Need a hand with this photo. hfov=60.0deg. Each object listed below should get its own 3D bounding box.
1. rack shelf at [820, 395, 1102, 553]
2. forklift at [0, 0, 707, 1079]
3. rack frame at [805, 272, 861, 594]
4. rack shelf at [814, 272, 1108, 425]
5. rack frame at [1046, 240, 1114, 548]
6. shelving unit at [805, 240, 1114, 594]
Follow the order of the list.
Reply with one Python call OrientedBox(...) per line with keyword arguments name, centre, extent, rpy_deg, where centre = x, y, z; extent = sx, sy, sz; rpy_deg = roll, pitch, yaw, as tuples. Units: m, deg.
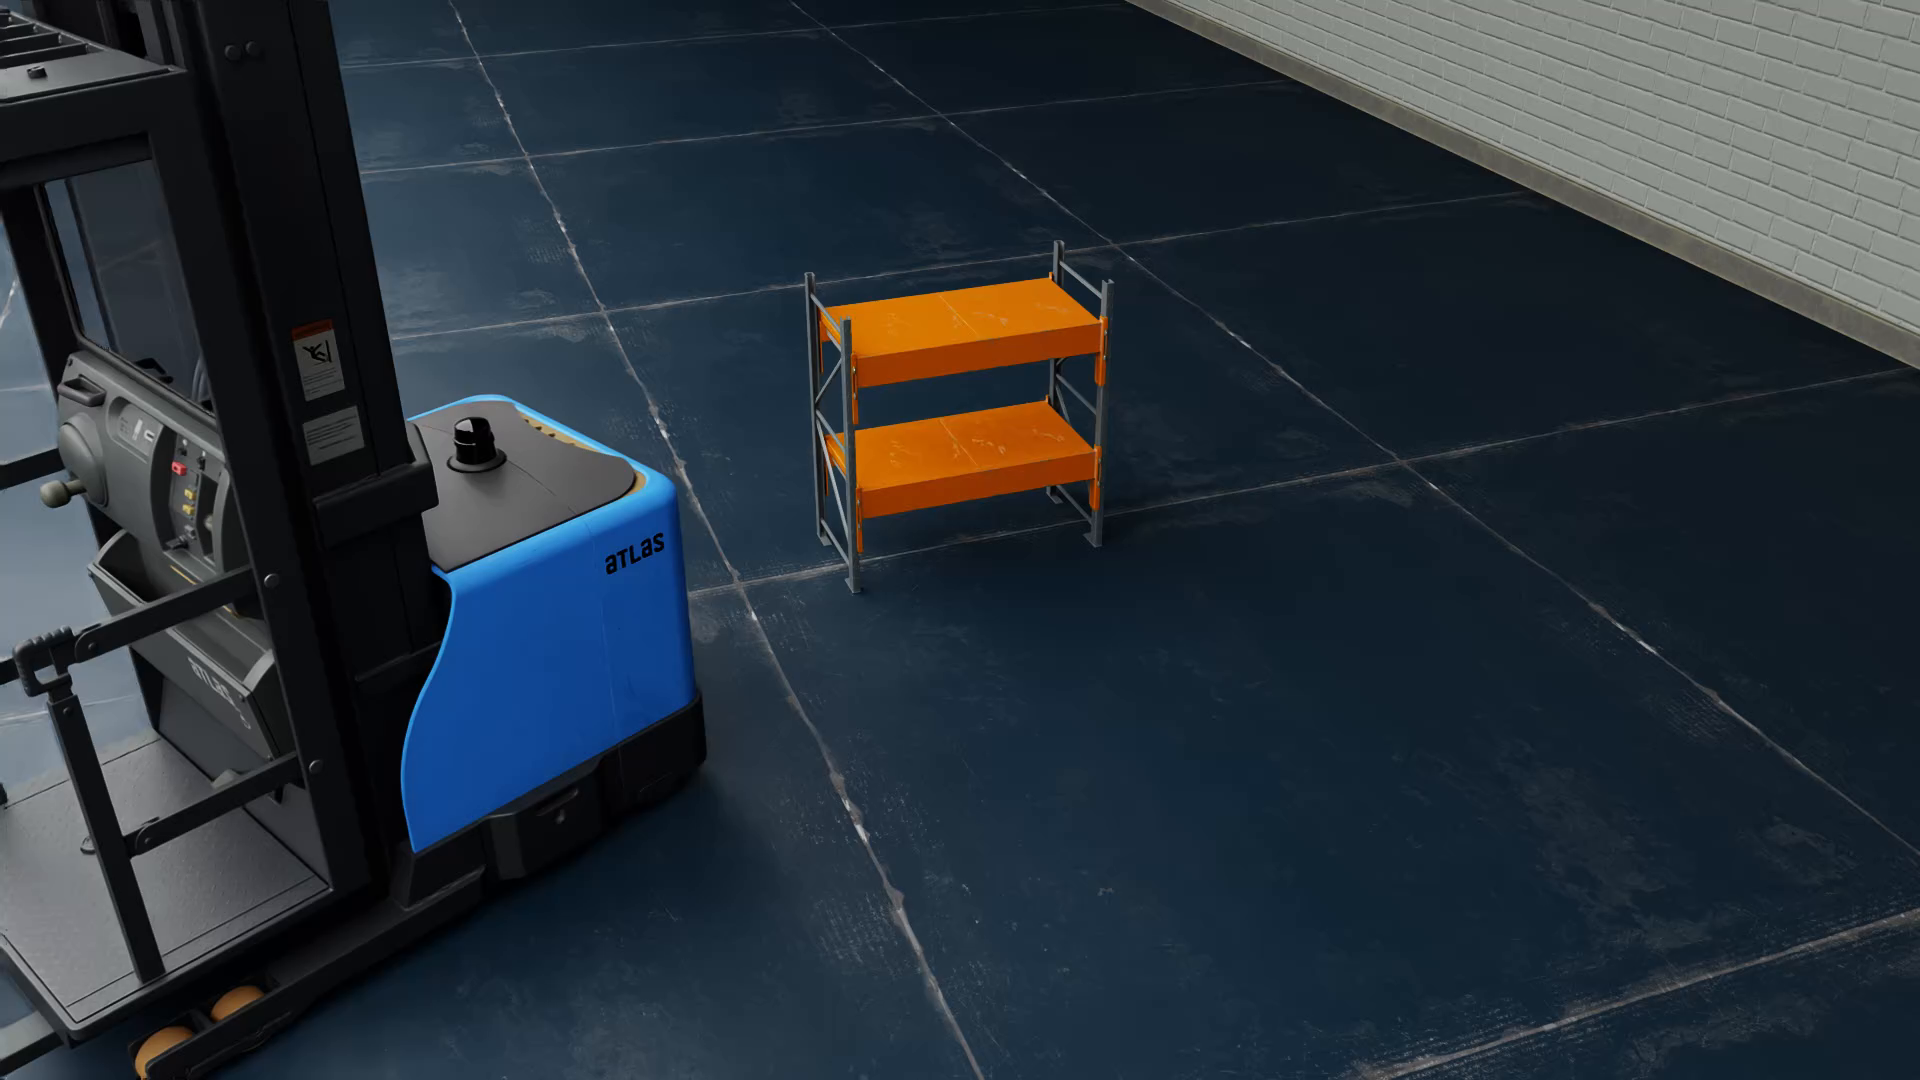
OrientedBox(name="rack shelf", centre=(-0.006, -0.275, 6.591), extent=(1.000, 0.278, 0.538), rpy_deg=(-10, 31, -18))
OrientedBox(name="forklift", centre=(-2.189, -0.143, 4.040), extent=(1.130, 2.935, 3.031), rpy_deg=(25, 38, 36))
OrientedBox(name="rack frame", centre=(-0.483, -0.400, 6.315), extent=(0.032, 1.125, 0.500), rpy_deg=(-10, 31, -18))
OrientedBox(name="rack shelf", centre=(-0.006, -0.742, 6.325), extent=(1.000, 0.278, 0.538), rpy_deg=(-10, 31, -18))
OrientedBox(name="rack frame", centre=(0.470, -0.575, 6.624), extent=(0.032, 1.125, 0.500), rpy_deg=(-10, 31, -18))
OrientedBox(name="shelving unit", centre=(-0.006, -0.488, 6.469), extent=(1.048, 1.125, 0.538), rpy_deg=(-10, 31, -18))
